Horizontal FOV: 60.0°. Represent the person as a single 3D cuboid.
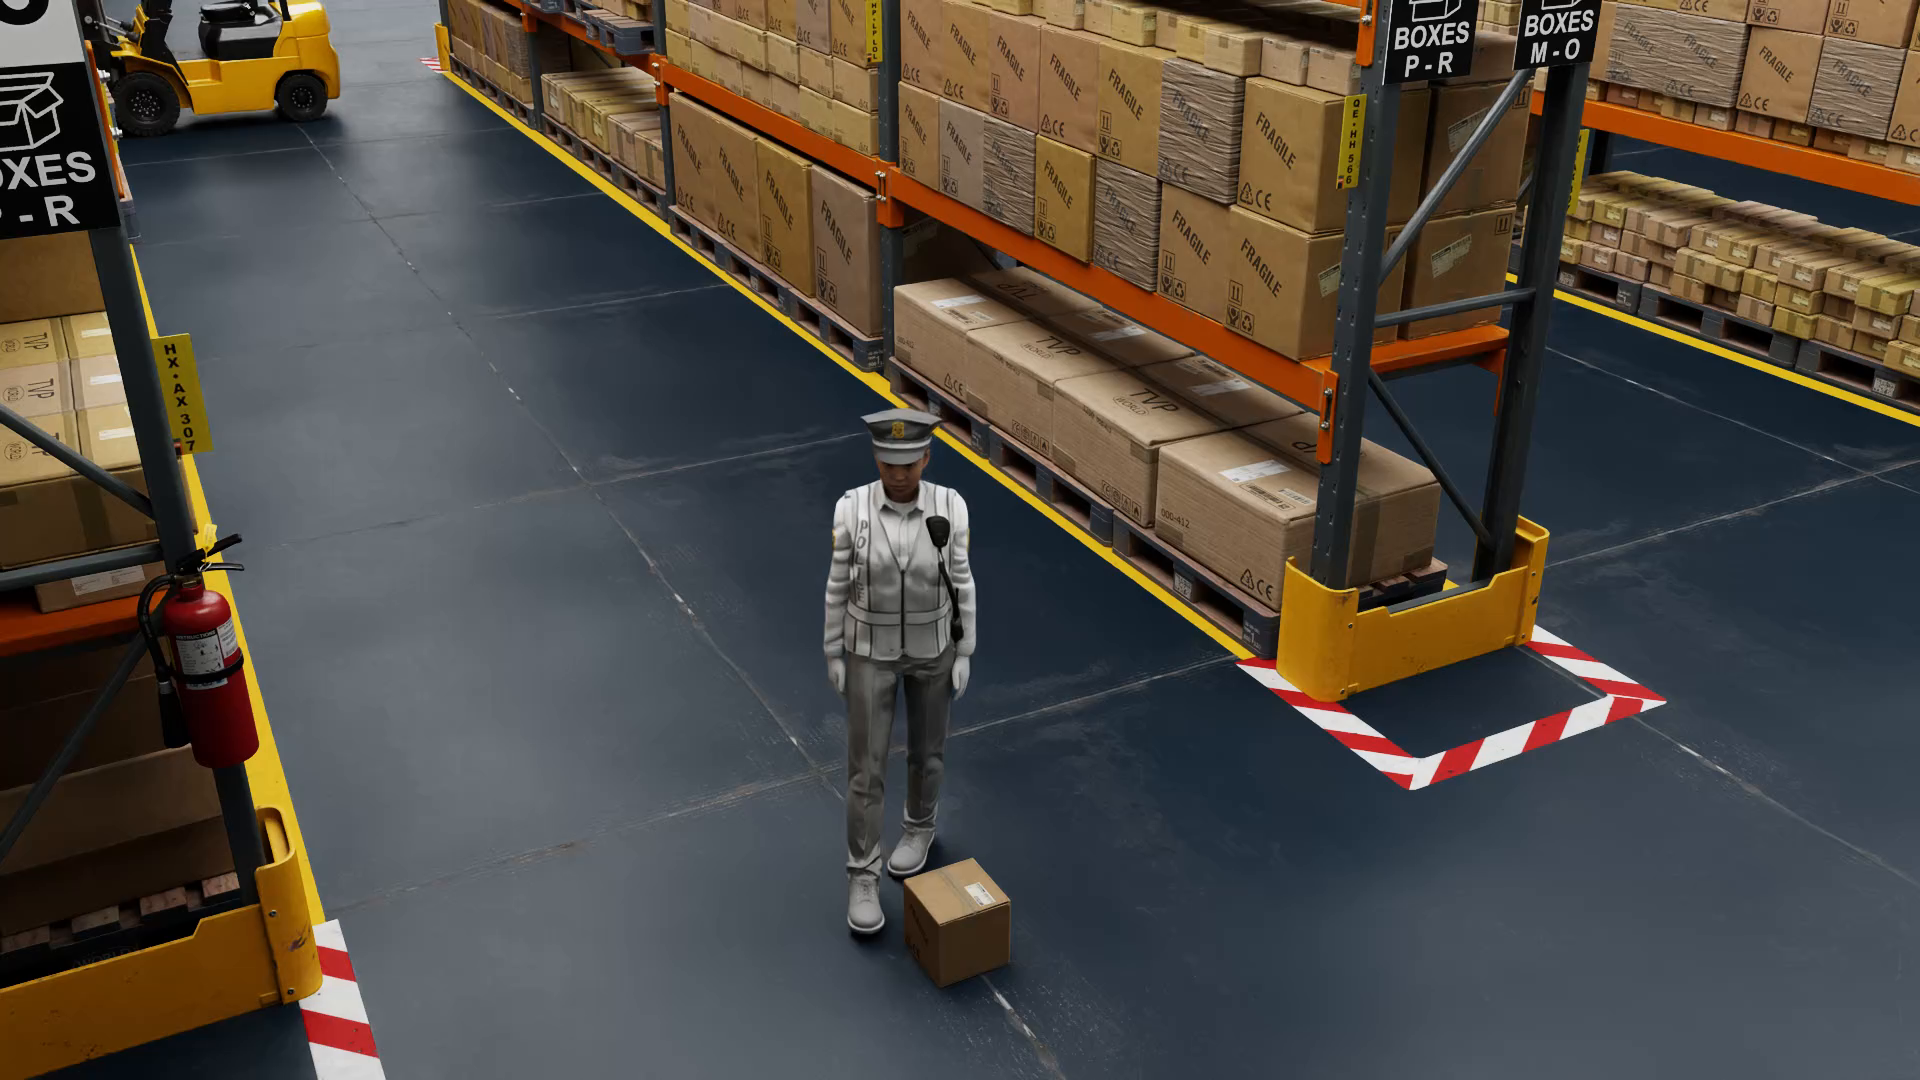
[{"bbox_3d":[-0.180,0.405,5.237,0.491,1.672,0.583,-3,26,-6],"label":"person"}]
